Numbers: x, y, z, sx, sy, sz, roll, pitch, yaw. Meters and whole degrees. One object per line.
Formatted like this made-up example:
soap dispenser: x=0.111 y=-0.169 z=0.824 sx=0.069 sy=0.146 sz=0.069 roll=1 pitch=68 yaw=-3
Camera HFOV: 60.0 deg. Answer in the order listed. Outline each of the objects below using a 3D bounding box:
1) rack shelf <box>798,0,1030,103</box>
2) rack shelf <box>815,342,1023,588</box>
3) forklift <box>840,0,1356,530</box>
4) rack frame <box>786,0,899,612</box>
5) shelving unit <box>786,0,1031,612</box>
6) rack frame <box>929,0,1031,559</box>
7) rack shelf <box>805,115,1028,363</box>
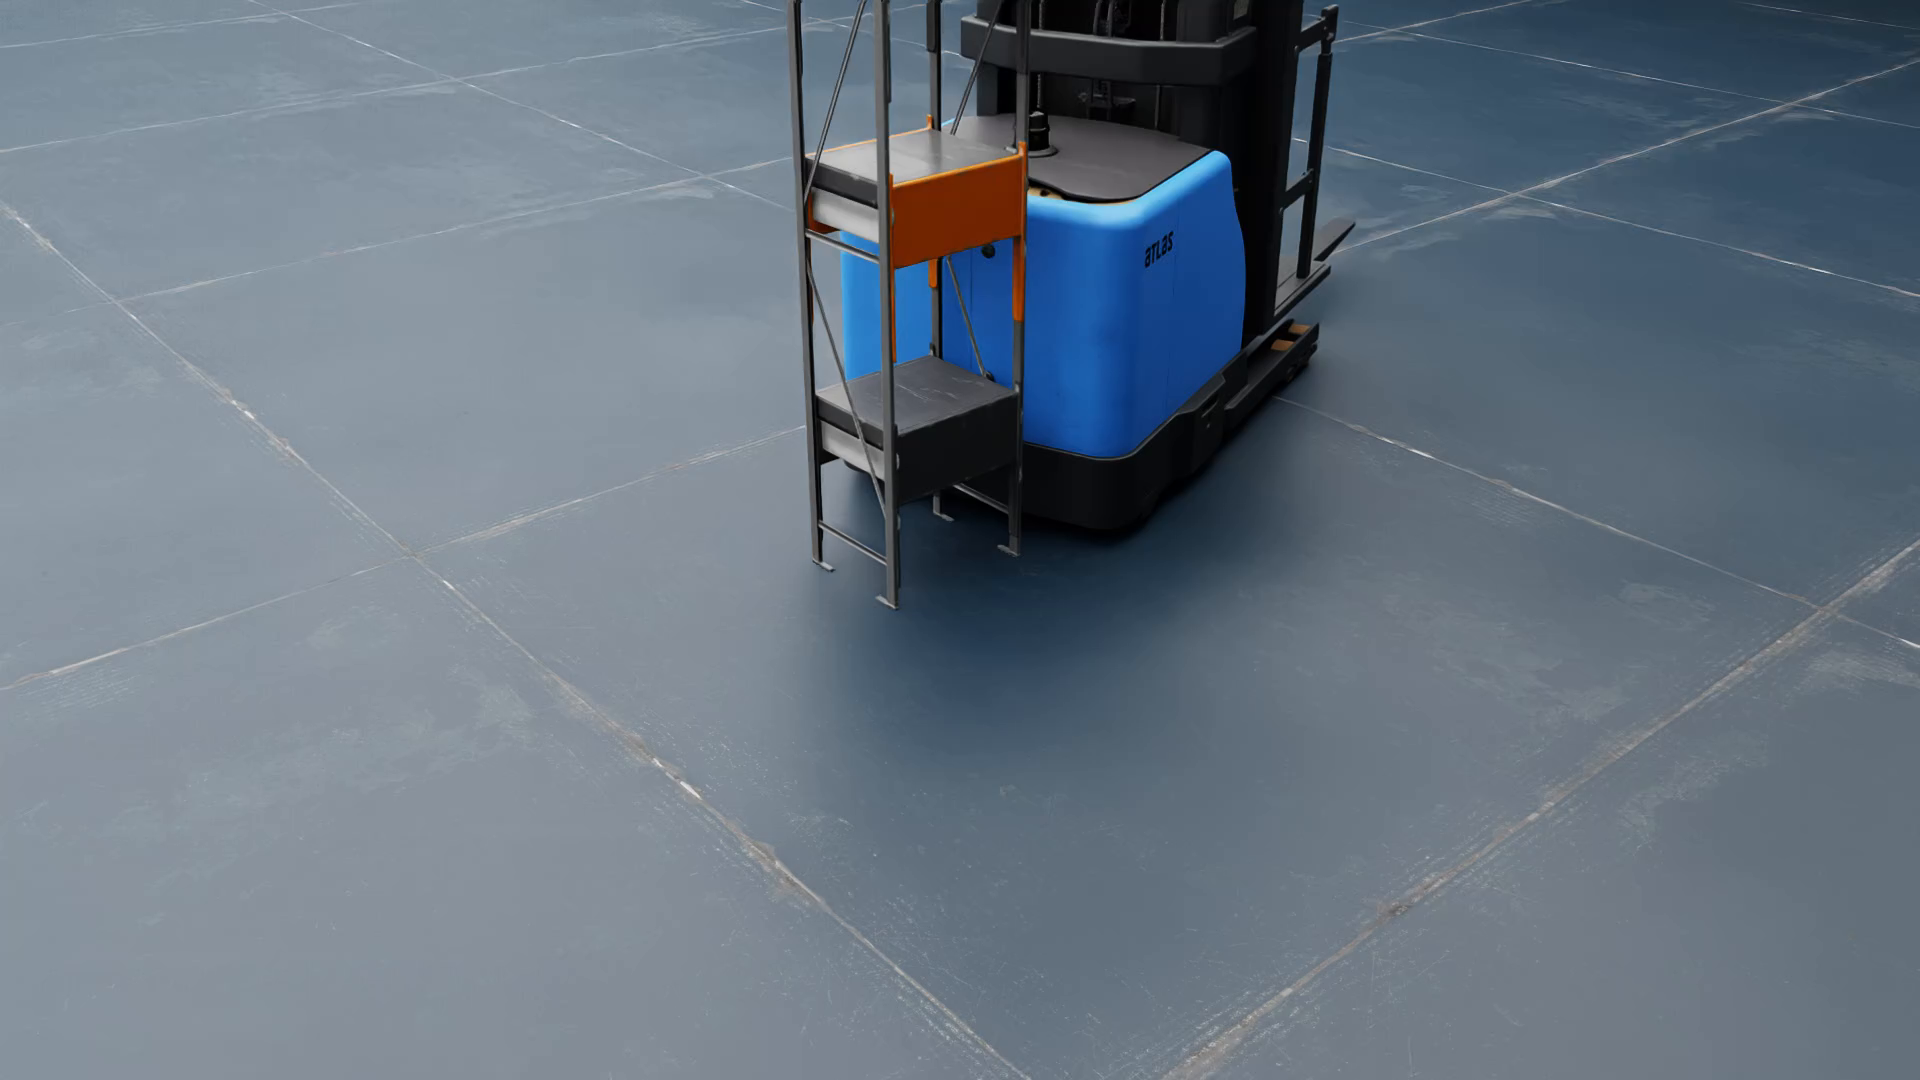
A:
rack shelf: x=-0.133 y=-1.470 z=4.317 sx=0.480 sy=0.518 sz=0.431 roll=-22 pitch=35 yaw=-36
rack shelf: x=-0.133 y=-0.235 z=4.977 sx=0.480 sy=0.518 sz=0.431 roll=-22 pitch=35 yaw=-36
forklift: x=0.755 y=-1.987 z=5.859 sx=1.130 sy=2.935 sz=3.031 roll=14 pitch=31 yaw=25
rack frame: x=-0.317 y=-0.789 z=4.499 sx=0.015 sy=2.100 sz=0.400 roll=-22 pitch=35 yaw=-36
shelving unit: x=-0.133 y=-0.865 z=4.641 sx=0.503 sy=2.100 sz=0.431 roll=-22 pitch=35 yaw=-36
rack frame: x=0.050 y=-0.941 z=4.782 sx=0.015 sy=2.100 sz=0.400 roll=-22 pitch=35 yaw=-36
rack shelf: x=-0.133 y=-0.853 z=4.647 sx=0.480 sy=0.518 sz=0.431 roll=-22 pitch=35 yaw=-36
